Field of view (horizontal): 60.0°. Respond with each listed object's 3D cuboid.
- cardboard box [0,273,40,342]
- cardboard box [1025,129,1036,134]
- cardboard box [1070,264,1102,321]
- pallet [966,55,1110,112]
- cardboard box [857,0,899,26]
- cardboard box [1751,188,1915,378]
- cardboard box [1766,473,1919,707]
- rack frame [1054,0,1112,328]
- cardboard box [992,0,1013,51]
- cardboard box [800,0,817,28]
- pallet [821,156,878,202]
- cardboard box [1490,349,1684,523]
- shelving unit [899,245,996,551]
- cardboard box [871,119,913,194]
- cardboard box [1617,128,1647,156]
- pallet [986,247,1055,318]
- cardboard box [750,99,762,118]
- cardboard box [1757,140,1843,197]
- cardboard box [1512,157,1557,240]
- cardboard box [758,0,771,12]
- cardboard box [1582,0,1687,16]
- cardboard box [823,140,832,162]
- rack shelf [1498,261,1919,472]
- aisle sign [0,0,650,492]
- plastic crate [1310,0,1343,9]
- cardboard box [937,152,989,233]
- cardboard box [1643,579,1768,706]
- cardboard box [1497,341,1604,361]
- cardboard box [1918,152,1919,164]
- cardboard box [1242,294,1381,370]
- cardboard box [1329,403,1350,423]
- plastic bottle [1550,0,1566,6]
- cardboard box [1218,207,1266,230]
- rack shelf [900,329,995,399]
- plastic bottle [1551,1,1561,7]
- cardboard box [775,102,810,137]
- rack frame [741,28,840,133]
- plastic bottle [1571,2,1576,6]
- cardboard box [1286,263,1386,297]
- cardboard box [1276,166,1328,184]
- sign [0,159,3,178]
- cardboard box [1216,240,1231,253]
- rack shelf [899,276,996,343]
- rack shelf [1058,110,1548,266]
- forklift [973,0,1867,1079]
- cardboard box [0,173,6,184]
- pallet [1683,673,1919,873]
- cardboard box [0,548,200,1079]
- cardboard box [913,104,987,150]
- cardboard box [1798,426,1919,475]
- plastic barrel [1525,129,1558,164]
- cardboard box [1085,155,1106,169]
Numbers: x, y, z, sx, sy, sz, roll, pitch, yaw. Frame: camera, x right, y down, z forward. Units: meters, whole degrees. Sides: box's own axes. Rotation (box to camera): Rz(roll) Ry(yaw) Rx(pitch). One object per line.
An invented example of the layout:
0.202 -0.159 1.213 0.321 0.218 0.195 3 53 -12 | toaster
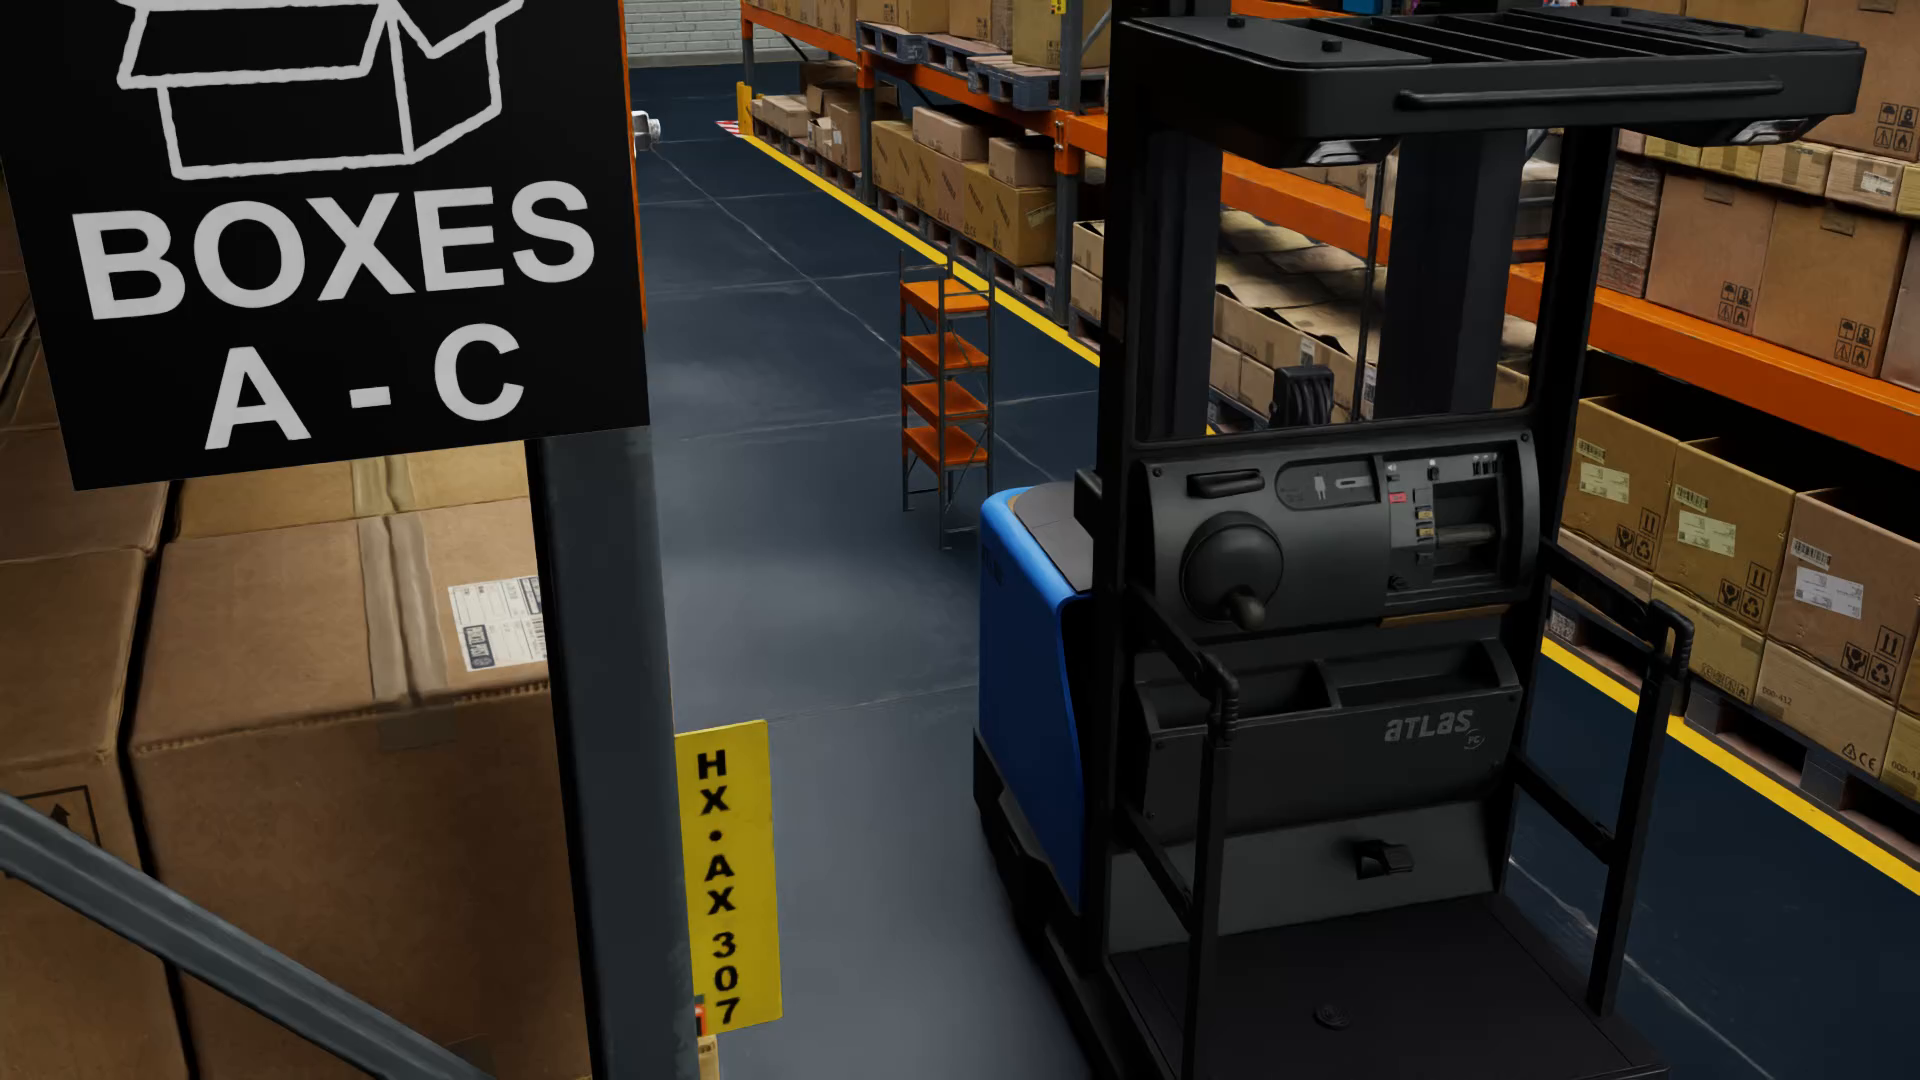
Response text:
-1.624 -0.193 3.047 0.500 0.500 0.500 -8 24 -18 | cardboard box
0.277 -2.982 13.114 0.500 0.500 0.500 -8 24 -19 | cardboard box
0.991 -1.494 9.932 0.500 0.250 0.500 -8 24 -19 | cardboard box
0.776 -2.946 10.626 1.213 0.211 1.003 -8 24 -19 | pallet
-0.374 -4.288 12.893 0.700 0.500 0.500 -18 29 -36 | cardboard box
3.023 -0.857 5.292 0.700 0.500 0.500 -8 24 -18 | cardboard box
2.897 0.139 5.091 0.500 0.500 0.500 -8 24 -19 | cardboard box
1.081 -2.798 10.027 1.000 3.000 0.127 -8 24 -19 | rack frame
0.609 -3.610 11.283 0.700 0.500 0.500 -4 23 -9 | cardboard box
-1.116 -4.818 14.689 0.500 0.500 0.500 -8 24 -18 | cardboard box
-0.574 -3.216 14.609 1.003 0.211 1.213 -8 24 -19 | pallet
2.365 -0.405 6.384 0.500 0.500 0.500 -8 24 -19 | cardboard box
-0.058 -0.613 7.160 0.258 1.200 0.503 -8 24 -19 | shelving unit
-0.389 -3.093 13.379 0.500 0.500 0.500 -9 25 -21 | cardboard box
2.497 -1.474 5.922 0.380 0.149 0.250 -8 24 -18 | cardboard box
0.853 -1.790 11.224 1.003 0.211 1.213 -8 24 -19 | pallet
-1.919 -4.395 16.919 0.380 0.149 0.250 -8 24 -19 | cardboard box
2.770 -1.195 5.258 0.380 0.149 0.250 -9 25 -21 | cardboard box
2.279 -1.449 7.018 0.500 0.250 0.500 -7 24 -16 | cardboard box
-1.648 -5.367 15.993 0.500 0.500 0.500 -9 24 -20 | cardboard box
2.657 -1.828 5.927 0.700 0.500 0.500 -8 24 -19 | cardboard box
-0.987 -3.437 14.646 0.380 0.149 0.250 -8 24 -19 | cardboard box
3.201 -0.287 4.994 1.077 0.370 4.000 -8 24 -19 | rack shelf
-0.420 -0.423 1.045 0.394 0.787 0.004 -8 24 -19 | aisle sign
3.657 -5.201 16.004 0.437 0.125 0.590 -8 24 -19 | plastic crate
0.157 -2.535 12.053 0.500 0.500 0.500 -9 25 -21 | cardboard box
2.718 0.304 5.667 0.500 0.250 0.500 -8 24 -19 | cardboard box
2.581 -0.714 7.359 0.500 0.311 0.500 -8 24 -19 | cardboard box
3.189 -1.281 4.629 0.700 0.500 0.500 -8 24 -19 | cardboard box
1.719 -1.007 8.055 0.500 0.311 0.500 -8 24 -19 | cardboard box
1.899 -0.566 7.731 0.500 0.250 0.500 -9 24 -20 | cardboard box
5.052 -4.458 14.124 0.152 0.276 0.135 -8 24 -19 | plastic bottle
1.497 -1.827 9.999 0.500 0.311 0.500 -8 24 -18 | cardboard box
-0.058 -0.757 7.099 0.258 0.148 0.480 -8 24 -19 | rack shelf
4.990 -4.383 13.953 0.097 0.271 0.097 0 23 0 | plastic bottle
-1.465 -4.041 15.949 0.500 0.250 0.500 -8 24 -19 | cardboard box
-1.745 -5.705 16.923 1.000 3.000 0.127 -8 24 -19 | rack frame
4.753 -4.021 12.992 0.144 0.351 0.185 -8 24 -19 | plastic bottle
2.037 -1.272 8.684 0.500 0.311 0.500 -8 24 -18 | cardboard box
1.875 -2.046 8.112 0.500 0.500 0.500 -8 24 -19 | cardboard box
-2.657 -1.120 4.554 0.100 0.325 0.005 -8 24 -19 | sign
1.185 -1.563 9.373 0.500 0.311 0.500 -9 24 -20 | cardboard box
-0.058 -0.975 7.007 0.258 0.148 0.480 -8 24 -19 | rack shelf
1.788 -1.740 8.442 1.077 0.370 4.000 -8 24 -19 | rack shelf
0.909 -0.001 3.479 1.130 2.935 3.031 -6 24 -13 | forklift
-2.168 -0.750 4.369 0.500 0.500 0.500 -9 24 -20 | cardboard box
3.171 0.679 5.367 1.003 0.211 1.213 -8 24 -19 | pallet
-1.091 0.362 1.731 0.500 0.500 0.500 -9 24 -20 | cardboard box
-0.036 -3.075 12.371 0.500 0.250 0.500 -8 24 -19 | cardboard box
3.208 -0.114 5.692 0.500 0.500 0.500 -8 24 -19 | cardboard box
4.846 -3.302 13.885 0.421 0.512 0.421 0 23 0 | plastic barrel
0.825 -2.426 11.796 0.500 0.500 0.500 -9 24 -20 | cardboard box
